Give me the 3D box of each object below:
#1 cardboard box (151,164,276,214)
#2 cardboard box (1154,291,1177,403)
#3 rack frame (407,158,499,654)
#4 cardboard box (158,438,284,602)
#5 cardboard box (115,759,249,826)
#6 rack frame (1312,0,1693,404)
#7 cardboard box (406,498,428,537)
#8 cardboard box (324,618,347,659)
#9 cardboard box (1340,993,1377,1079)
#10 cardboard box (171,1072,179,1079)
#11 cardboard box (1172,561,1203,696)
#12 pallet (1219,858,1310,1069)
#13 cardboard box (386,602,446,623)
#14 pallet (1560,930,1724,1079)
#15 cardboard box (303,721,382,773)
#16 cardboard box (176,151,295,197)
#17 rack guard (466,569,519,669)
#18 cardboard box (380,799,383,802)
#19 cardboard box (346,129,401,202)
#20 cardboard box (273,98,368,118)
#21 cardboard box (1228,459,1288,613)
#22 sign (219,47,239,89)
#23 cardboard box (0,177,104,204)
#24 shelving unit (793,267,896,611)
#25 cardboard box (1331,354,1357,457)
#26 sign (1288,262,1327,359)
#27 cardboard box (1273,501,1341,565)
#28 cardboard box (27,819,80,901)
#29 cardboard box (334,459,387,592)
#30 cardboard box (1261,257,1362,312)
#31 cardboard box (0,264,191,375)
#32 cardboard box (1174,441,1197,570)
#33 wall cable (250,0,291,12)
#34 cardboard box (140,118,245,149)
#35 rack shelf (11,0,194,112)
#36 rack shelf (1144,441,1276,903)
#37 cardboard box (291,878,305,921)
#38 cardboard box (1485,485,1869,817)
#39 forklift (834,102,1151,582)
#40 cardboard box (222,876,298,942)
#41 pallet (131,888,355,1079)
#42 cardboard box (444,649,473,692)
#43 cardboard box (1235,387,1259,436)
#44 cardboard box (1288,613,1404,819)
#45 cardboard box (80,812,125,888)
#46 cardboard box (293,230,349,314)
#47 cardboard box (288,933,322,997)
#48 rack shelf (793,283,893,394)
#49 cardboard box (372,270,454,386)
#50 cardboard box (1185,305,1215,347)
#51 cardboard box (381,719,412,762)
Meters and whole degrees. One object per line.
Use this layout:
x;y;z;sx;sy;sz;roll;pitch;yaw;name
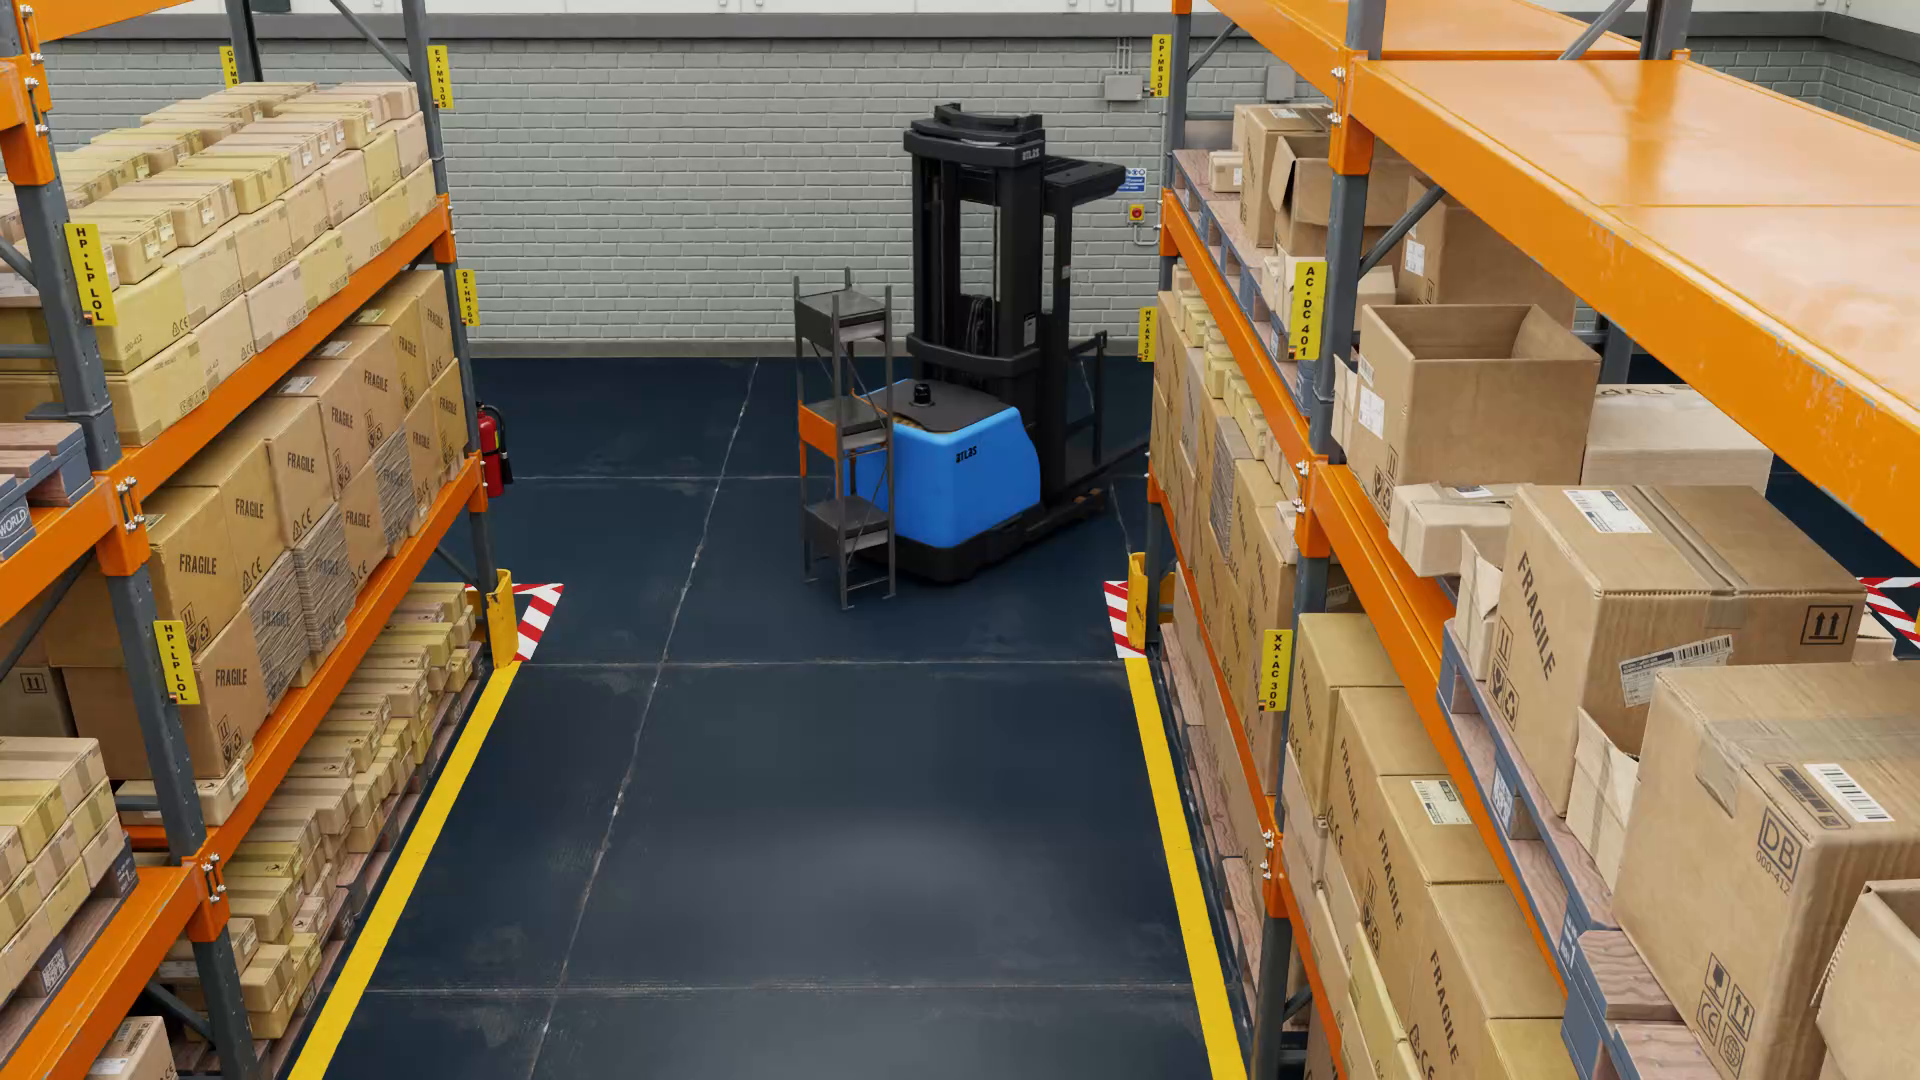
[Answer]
-2.996;-1.413;6.685;0.380;0.149;0.250;1;24;2;cardboard box
1.357;-1.056;9.111;0.500;0.500;0.500;-1;24;-2;cardboard box
-3.312;-0.690;9.637;1.000;3.000;0.127;0;24;-1;rack frame
-3.051;-0.079;6.590;0.500;0.500;0.500;-1;24;-2;cardboard box
-2.945;0.954;6.305;0.380;0.149;0.250;1;24;1;cardboard box
1.680;-1.840;4.897;1.000;3.000;0.127;0;24;-1;rack frame
-3.017;-0.132;8.707;0.380;0.149;0.250;0;24;1;cardboard box
-3.008;0.412;7.505;0.380;0.149;0.250;1;24;2;cardboard box
1.417;1.569;4.822;0.500;0.250;0.500;0;24;-1;cardboard box
-3.009;2.209;5.749;0.500;0.500;0.500;-1;24;-2;cardboard box
1.743;0.493;9.619;0.875;0.438;0.875;-1;24;-2;cardboard box
1.750;1.851;7.402;1.003;0.211;1.213;0;24;-1;pallet
-3.108;0.467;9.306;0.380;0.149;0.250;0;24;0;cardboard box
1.663;0.996;2.496;1.213;0.211;1.003;1;24;2;pallet
-3.057;1.007;8.111;0.380;0.149;0.250;0;24;0;cardboard box
-3.012;-1.521;6.924;0.380;0.149;0.250;-1;24;-2;cardboard box
-3.312;0.480;10.082;1.175;0.500;0.348;0;24;-1;rack guard
-3.086;1.272;8.248;0.380;0.149;0.250;0;24;1;cardboard box
-3.046;-1.817;8.063;0.500;0.250;0.500;-1;24;-2;cardboard box
-3.107;-2.055;8.105;0.380;0.149;0.250;-1;24;-2;cardboard box
1.401;-0.010;6.796;0.500;0.500;0.500;-1;24;-1;cardboard box
-3.855;-2.453;8.833;0.100;0.325;0.005;0;24;-1;sign
-3.565;-1.307;6.452;0.380;0.149;0.250;-1;24;-3;cardboard box
-0.727;-0.628;10.586;0.431;2.100;0.503;-15;29;-30;shelving unit
1.335;-0.395;4.997;0.396;0.266;0.258;0;24;-1;cardboard box
1.125;-0.741;5.386;0.100;0.325;0.005;0;24;-1;sign
1.358;-0.028;6.051;0.380;0.149;0.250;-1;24;-2;cardboard box
-3.063;1.017;5.296;0.380;0.149;0.250;0;24;0;cardboard box
-3.040;-0.061;7.762;0.500;0.500;0.500;1;24;2;cardboard box
1.350;-0.966;6.280;0.380;0.149;0.250;0;24;1;cardboard box
-3.034;-0.768;5.743;0.500;0.250;0.500;1;24;1;cardboard box
1.375;-0.183;8.393;0.500;0.500;0.500;0;24;-1;cardboard box
-4.888;-7.255;12.966;2.277;5.999;0.120;0;24;-1;wall cable
-3.511;-1.841;7.631;0.380;0.149;0.250;0;24;1;cardboard box
-3.291;-2.270;6.727;1.077;0.370;4.000;0;24;-1;rack shelf
1.658;0.398;8.104;1.077;0.370;4.000;0;24;-1;rack shelf
-3.084;1.575;7.217;0.380;0.149;0.250;0;24;-1;cardboard box
1.414;0.214;3.367;0.500;0.500;0.500;0;24;0;cardboard box
0.440;-1.599;11.728;1.130;2.935;3.031;18;30;34;forklift
-3.009;1.538;6.938;0.380;0.149;0.250;1;24;2;cardboard box
-3.312;1.952;7.178;1.003;0.211;1.213;0;24;-1;pallet
-2.994;0.739;9.427;0.380;0.149;0.250;0;24;1;cardboard box
1.407;-0.555;7.216;0.380;0.149;0.250;-1;24;-2;cardboard box
1.397;0.575;5.503;0.500;0.500;0.500;0;24;0;cardboard box
-3.067;1.044;5.598;0.380;0.149;0.250;-1;24;-2;cardboard box
-3.013;-1.169;7.237;0.500;0.250;0.500;1;24;2;cardboard box
-2.954;1.804;7.071;0.380;0.149;0.250;0;24;1;cardboard box
-0.724;-1.252;10.299;0.431;0.518;0.480;-15;29;-30;rack shelf
-3.059;-1.140;8.934;0.500;0.500;0.500;-1;24;-2;cardboard box
1.346;-1.080;8.376;0.380;0.149;0.250;-1;24;-2;cardboard box
-3.011;1.031;8.419;0.380;0.149;0.250;1;24;2;cardboard box
